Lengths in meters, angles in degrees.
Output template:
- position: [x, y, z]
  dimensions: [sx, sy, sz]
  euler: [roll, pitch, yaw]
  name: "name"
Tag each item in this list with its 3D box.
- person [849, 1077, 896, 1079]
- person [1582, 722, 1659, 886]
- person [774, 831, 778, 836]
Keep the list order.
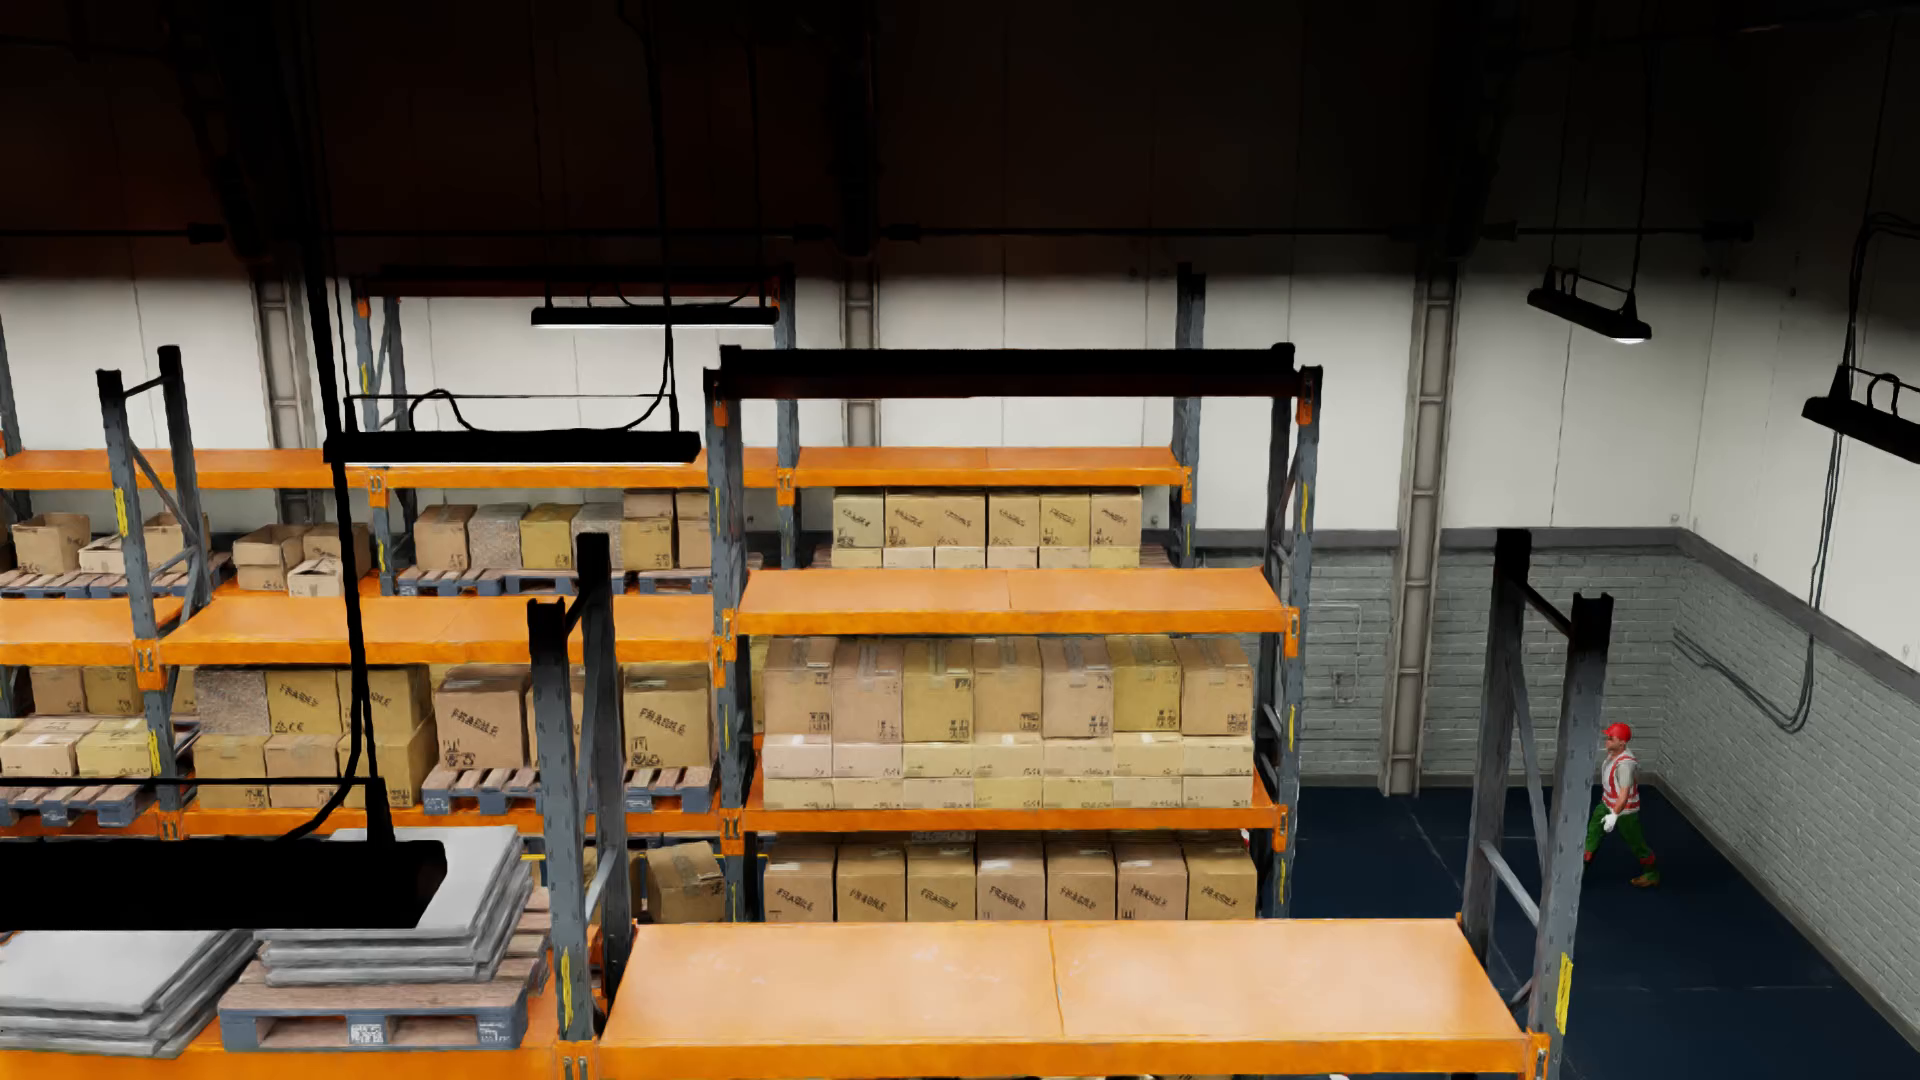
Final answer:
- position: [-0.476, 4.176, 11.125]
  dimensions: [0.546, 1.733, 0.729]
  euler: [-1, 16, -2]
  name: "person"
- position: [6.475, 2.628, 16.448]
  dimensions: [1.044, 1.734, 0.567]
  euler: [0, 16, -2]
  name: "person"
- position: [-1.474, 3.140, 14.674]
  dimensions: [1.122, 1.709, 0.553]
  euler: [0, 16, 1]
  name: "person"
